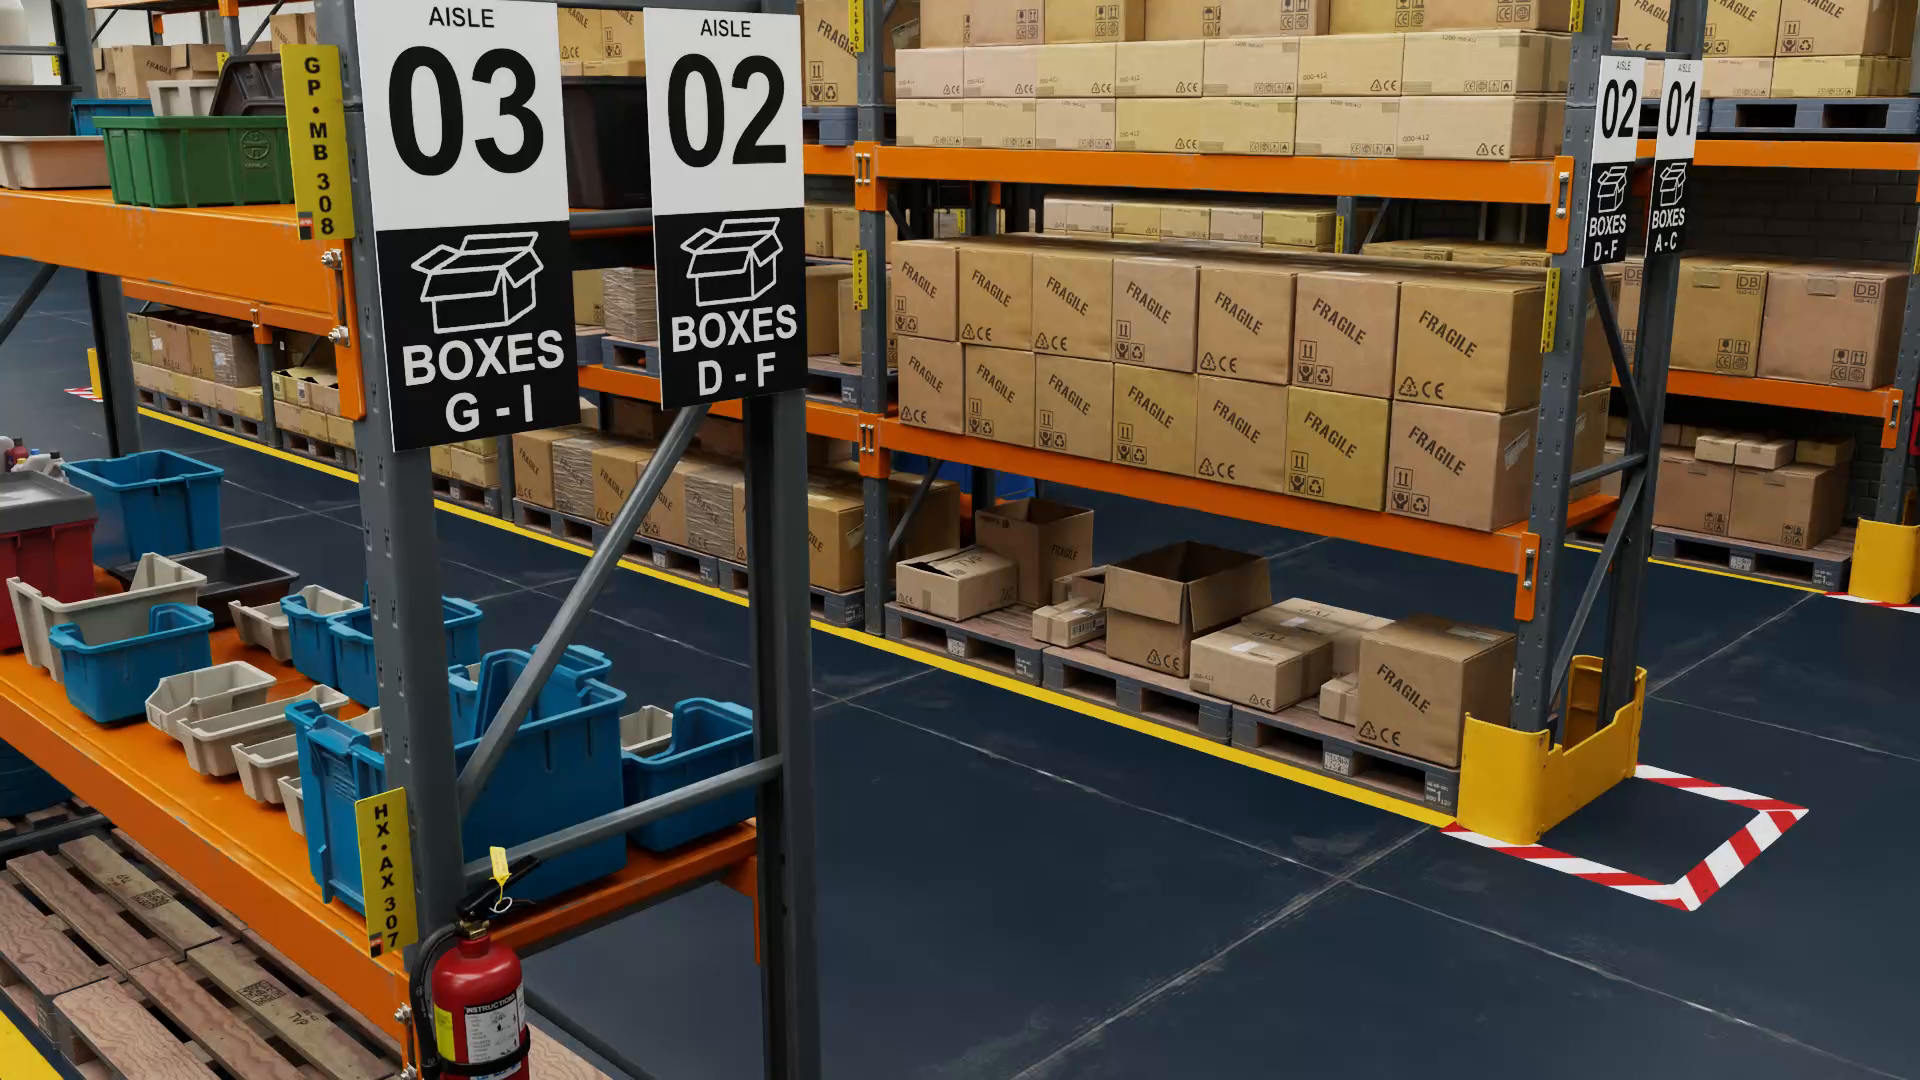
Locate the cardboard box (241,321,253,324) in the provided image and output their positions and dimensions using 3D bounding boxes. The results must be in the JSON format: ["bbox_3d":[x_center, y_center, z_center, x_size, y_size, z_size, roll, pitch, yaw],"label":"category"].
[{"bbox_3d":[-6.766,-1.930,16.523,0.500,0.500,0.500,14,20,42],"label":"cardboard box"}]

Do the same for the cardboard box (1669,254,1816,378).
[{"bbox_3d":[5.239,-1.539,11.294,0.700,0.700,0.980,13,20,42],"label":"cardboard box"}]

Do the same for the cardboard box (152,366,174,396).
[{"bbox_3d":[-7.855,-1.645,16.918,0.500,0.250,0.500,14,20,42],"label":"cardboard box"}]

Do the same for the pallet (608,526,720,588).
[{"bbox_3d":[-1.664,0.019,11.440,1.213,0.211,1.003,14,20,42],"label":"pallet"}]

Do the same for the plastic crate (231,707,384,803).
[{"bbox_3d":[-1.643,0.553,4.266,0.243,0.136,0.396,14,20,42],"label":"plastic crate"}]

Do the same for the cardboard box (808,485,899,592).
[{"bbox_3d":[-0.724,-0.019,10.141,0.500,0.500,0.500,14,20,42],"label":"cardboard box"}]

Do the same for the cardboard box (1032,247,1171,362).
[{"bbox_3d":[0.715,-1.200,8.406,0.500,0.500,0.500,13,19,41],"label":"cardboard box"}]

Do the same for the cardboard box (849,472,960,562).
[{"bbox_3d":[-0.349,-0.113,10.503,0.500,0.500,0.500,13,19,40],"label":"cardboard box"}]

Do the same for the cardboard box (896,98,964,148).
[{"bbox_3d":[0.008,-2.230,8.891,0.500,0.250,0.500,14,20,42],"label":"cardboard box"}]

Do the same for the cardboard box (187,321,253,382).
[{"bbox_3d":[-7.129,-1.835,16.158,0.500,0.500,0.500,14,20,42],"label":"cardboard box"}]

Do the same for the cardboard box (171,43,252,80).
[{"bbox_3d":[-7.027,-4.465,15.855,0.797,0.503,0.637,-12,19,-38],"label":"cardboard box"}]

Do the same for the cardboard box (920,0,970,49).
[{"bbox_3d":[0.206,-2.887,8.932,0.500,0.500,0.700,14,20,42],"label":"cardboard box"}]

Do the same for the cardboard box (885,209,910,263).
[{"bbox_3d":[-0.380,-3.016,16.486,0.500,0.500,0.700,11,18,37],"label":"cardboard box"}]

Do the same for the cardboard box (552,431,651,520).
[{"bbox_3d":[-2.540,-0.462,11.843,0.500,0.500,0.500,13,19,40],"label":"cardboard box"}]

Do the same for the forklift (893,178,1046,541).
[{"bbox_3d":[0.085,-1.722,12.730,1.130,2.935,3.031,0,15,2],"label":"forklift"}]

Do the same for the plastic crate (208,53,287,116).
[{"bbox_3d":[-1.640,-1.122,4.461,0.767,0.338,0.504,14,20,42],"label":"plastic crate"}]

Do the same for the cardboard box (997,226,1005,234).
[{"bbox_3d":[0.558,-2.652,15.332,0.500,0.500,0.500,-14,20,-43],"label":"cardboard box"}]

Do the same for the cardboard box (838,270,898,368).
[{"bbox_3d":[-0.356,-1.356,10.157,0.500,0.500,0.700,7,16,24],"label":"cardboard box"}]

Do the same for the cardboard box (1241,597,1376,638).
[{"bbox_3d":[1.795,0.515,8.588,0.500,0.250,0.500,14,20,42],"label":"cardboard box"}]

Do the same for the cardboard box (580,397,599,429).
[{"bbox_3d":[-3.223,-0.970,13.215,0.500,0.311,0.500,-14,20,-42],"label":"cardboard box"}]

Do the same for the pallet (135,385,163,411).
[{"bbox_3d":[-8.229,-1.606,17.676,1.213,0.211,1.003,14,20,42],"label":"pallet"}]

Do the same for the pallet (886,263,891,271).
[{"bbox_3d":[-0.201,-2.594,16.318,1.003,0.211,1.213,14,20,42],"label":"pallet"}]

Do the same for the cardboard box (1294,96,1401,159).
[{"bbox_3d":[1.804,-1.792,7.208,0.500,0.250,0.500,14,20,42],"label":"cardboard box"}]

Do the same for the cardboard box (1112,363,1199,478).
[{"bbox_3d":[1.104,-0.625,8.184,0.500,0.500,0.500,13,20,41],"label":"cardboard box"}]

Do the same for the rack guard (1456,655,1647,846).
[{"bbox_3d":[2.655,0.915,7.429,0.348,0.500,1.175,14,20,42],"label":"rack guard"}]

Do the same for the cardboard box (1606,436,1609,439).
[{"bbox_3d":[4.460,-0.546,12.205,0.700,0.500,0.500,-14,20,-43],"label":"cardboard box"}]

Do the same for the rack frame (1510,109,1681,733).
[{"bbox_3d":[2.709,-0.281,7.062,0.127,3.000,1.000,14,20,42],"label":"rack frame"}]

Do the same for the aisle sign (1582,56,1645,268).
[{"bbox_3d":[2.546,-1.472,6.475,0.004,0.787,0.394,14,20,42],"label":"aisle sign"}]

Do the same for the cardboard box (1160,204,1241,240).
[{"bbox_3d":[2.023,-2.662,13.883,0.500,0.250,0.500,-14,20,-43],"label":"cardboard box"}]

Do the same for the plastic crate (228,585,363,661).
[{"bbox_3d":[-2.149,0.266,5.366,0.466,0.136,0.293,14,20,42],"label":"plastic crate"}]

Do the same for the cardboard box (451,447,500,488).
[{"bbox_3d":[-3.598,-0.602,12.913,0.500,0.250,0.500,-14,20,-43],"label":"cardboard box"}]

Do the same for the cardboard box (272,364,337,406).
[{"bbox_3d":[-5.805,-1.408,14.894,0.500,0.311,0.500,14,20,42],"label":"cardboard box"}]

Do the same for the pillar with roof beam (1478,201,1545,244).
[{"bbox_3d":[1.382,-4.037,9.579,0.400,9.000,9.100,14,20,42],"label":"pillar with roof beam"}]

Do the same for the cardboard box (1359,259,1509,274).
[{"bbox_3d":[2.191,-1.029,7.751,0.500,0.500,0.500,14,20,43],"label":"cardboard box"}]

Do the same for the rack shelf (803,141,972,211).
[{"bbox_3d":[-1.610,-2.435,10.805,4.000,0.370,1.077,14,20,42],"label":"rack shelf"}]

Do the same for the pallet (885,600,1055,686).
[{"bbox_3d":[0.324,0.489,9.639,1.213,0.211,1.003,14,20,42],"label":"pallet"}]

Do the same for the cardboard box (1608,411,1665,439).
[{"bbox_3d":[4.887,-0.829,12.002,0.250,0.149,0.380,14,20,43],"label":"cardboard box"}]

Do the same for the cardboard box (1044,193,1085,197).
[{"bbox_3d":[0.892,-3.114,15.618,0.500,0.250,0.500,-14,20,-43],"label":"cardboard box"}]

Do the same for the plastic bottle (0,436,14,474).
[{"bbox_3d":[-4.346,-0.335,7.515,0.135,0.276,0.152,14,20,42],"label":"plastic bottle"}]

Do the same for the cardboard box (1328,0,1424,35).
[{"bbox_3d":[2.027,-2.455,7.274,0.500,0.500,0.700,14,20,42],"label":"cardboard box"}]

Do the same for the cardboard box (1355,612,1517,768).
[{"bbox_3d":[2.147,0.665,7.516,0.500,0.500,0.500,14,20,42],"label":"cardboard box"}]

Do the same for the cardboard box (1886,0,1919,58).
[{"bbox_3d":[5.787,-3.346,10.655,0.500,0.500,0.500,13,19,40],"label":"cardboard box"}]

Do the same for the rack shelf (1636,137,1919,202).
[{"bbox_3d":[4.705,-2.634,11.571,4.000,0.370,1.077,14,20,42],"label":"rack shelf"}]

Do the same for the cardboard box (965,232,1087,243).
[{"bbox_3d":[0.374,-1.472,9.451,0.500,0.500,0.500,14,20,42],"label":"cardboard box"}]

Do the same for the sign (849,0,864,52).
[{"bbox_3d":[-0.553,-2.772,8.867,0.005,0.325,0.100,14,20,42],"label":"sign"}]

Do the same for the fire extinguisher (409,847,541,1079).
[{"bbox_3d":[-0.938,0.944,3.253,0.183,0.674,0.296,14,20,42],"label":"fire extinguisher"}]

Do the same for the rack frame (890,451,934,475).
[{"bbox_3d":[-0.361,-0.421,11.284,0.500,1.125,0.032,-16,18,-42],"label":"rack frame"}]

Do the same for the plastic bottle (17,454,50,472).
[{"bbox_3d":[-3.943,-0.237,7.139,0.135,0.276,0.152,14,20,42],"label":"plastic bottle"}]

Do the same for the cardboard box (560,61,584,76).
[{"bbox_3d":[-2.345,-3.022,11.433,0.500,0.500,0.910,14,20,42],"label":"cardboard box"}]

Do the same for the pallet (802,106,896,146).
[{"bbox_3d":[-0.591,-2.469,9.881,1.003,0.211,1.213,14,20,42],"label":"pallet"}]

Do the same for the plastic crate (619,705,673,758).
[{"bbox_3d":[-0.854,0.542,4.308,0.298,0.136,0.250,14,20,42],"label":"plastic crate"}]

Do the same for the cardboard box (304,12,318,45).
[{"bbox_3d":[-5.087,-4.116,13.807,0.500,0.500,0.500,-12,19,-39],"label":"cardboard box"}]

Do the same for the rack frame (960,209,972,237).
[{"bbox_3d":[0.386,-2.581,15.889,0.127,3.000,1.000,14,20,42],"label":"rack frame"}]

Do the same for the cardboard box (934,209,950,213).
[{"bbox_3d":[-0.125,-3.265,16.156,0.250,0.149,0.380,10,17,33],"label":"cardboard box"}]

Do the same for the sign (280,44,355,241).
[{"bbox_3d":[-1.102,-0.681,2.855,0.005,0.325,0.100,14,20,42],"label":"sign"}]

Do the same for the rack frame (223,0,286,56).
[{"bbox_3d":[-5.929,-5.284,14.366,0.127,3.000,1.000,14,20,42],"label":"rack frame"}]

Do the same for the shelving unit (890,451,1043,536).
[{"bbox_3d":[-0.008,-0.357,10.923,0.538,1.125,1.048,-16,18,-42],"label":"shelving unit"}]

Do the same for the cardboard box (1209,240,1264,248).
[{"bbox_3d":[2.384,-2.206,13.620,0.500,0.500,0.500,14,20,43],"label":"cardboard box"}]

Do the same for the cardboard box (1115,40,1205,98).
[{"bbox_3d":[1.081,-2.208,7.813,0.500,0.250,0.500,14,20,42],"label":"cardboard box"}]

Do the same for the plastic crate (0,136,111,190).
[{"bbox_3d":[-2.391,-1.023,4.484,0.530,0.136,0.437,14,20,42],"label":"plastic crate"}]
